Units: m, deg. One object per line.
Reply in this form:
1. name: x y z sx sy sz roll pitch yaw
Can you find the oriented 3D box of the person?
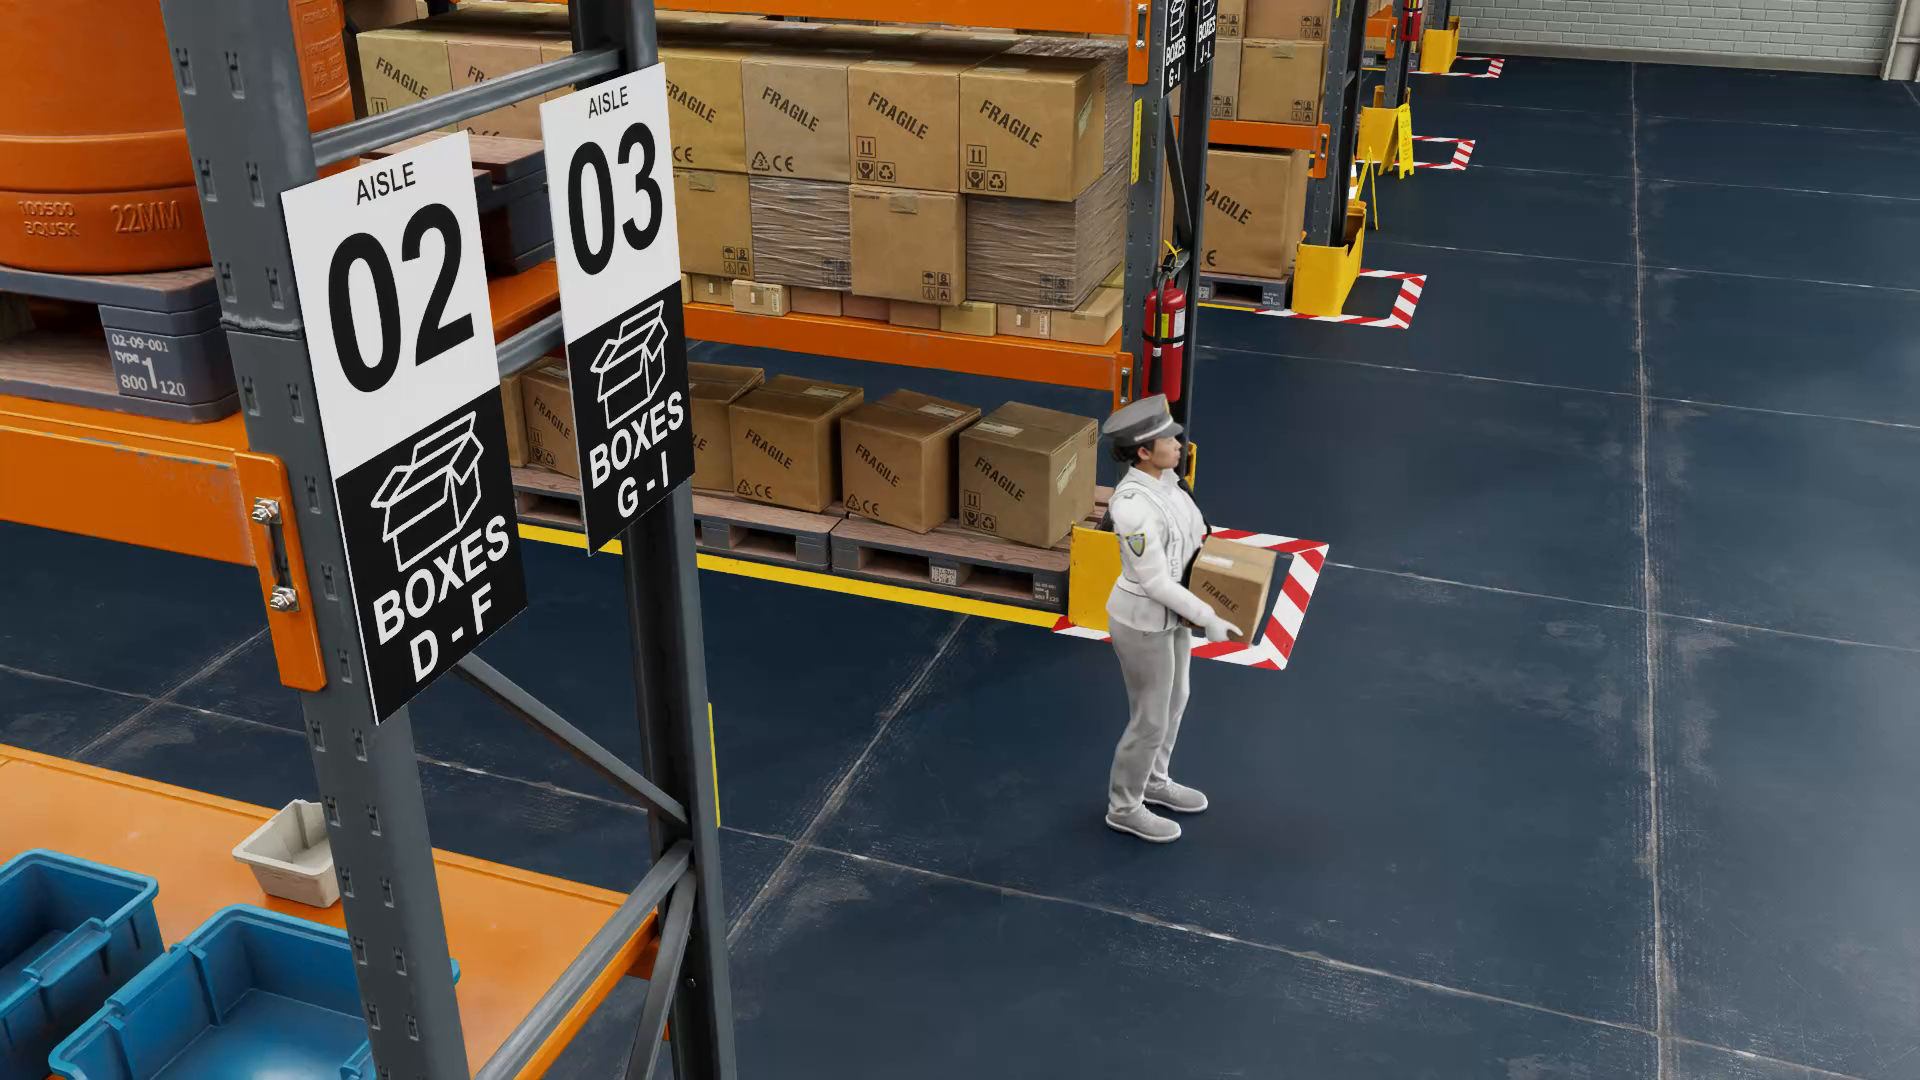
1. person: 0.759 0.289 5.985 0.564 1.686 0.460 9 27 18
